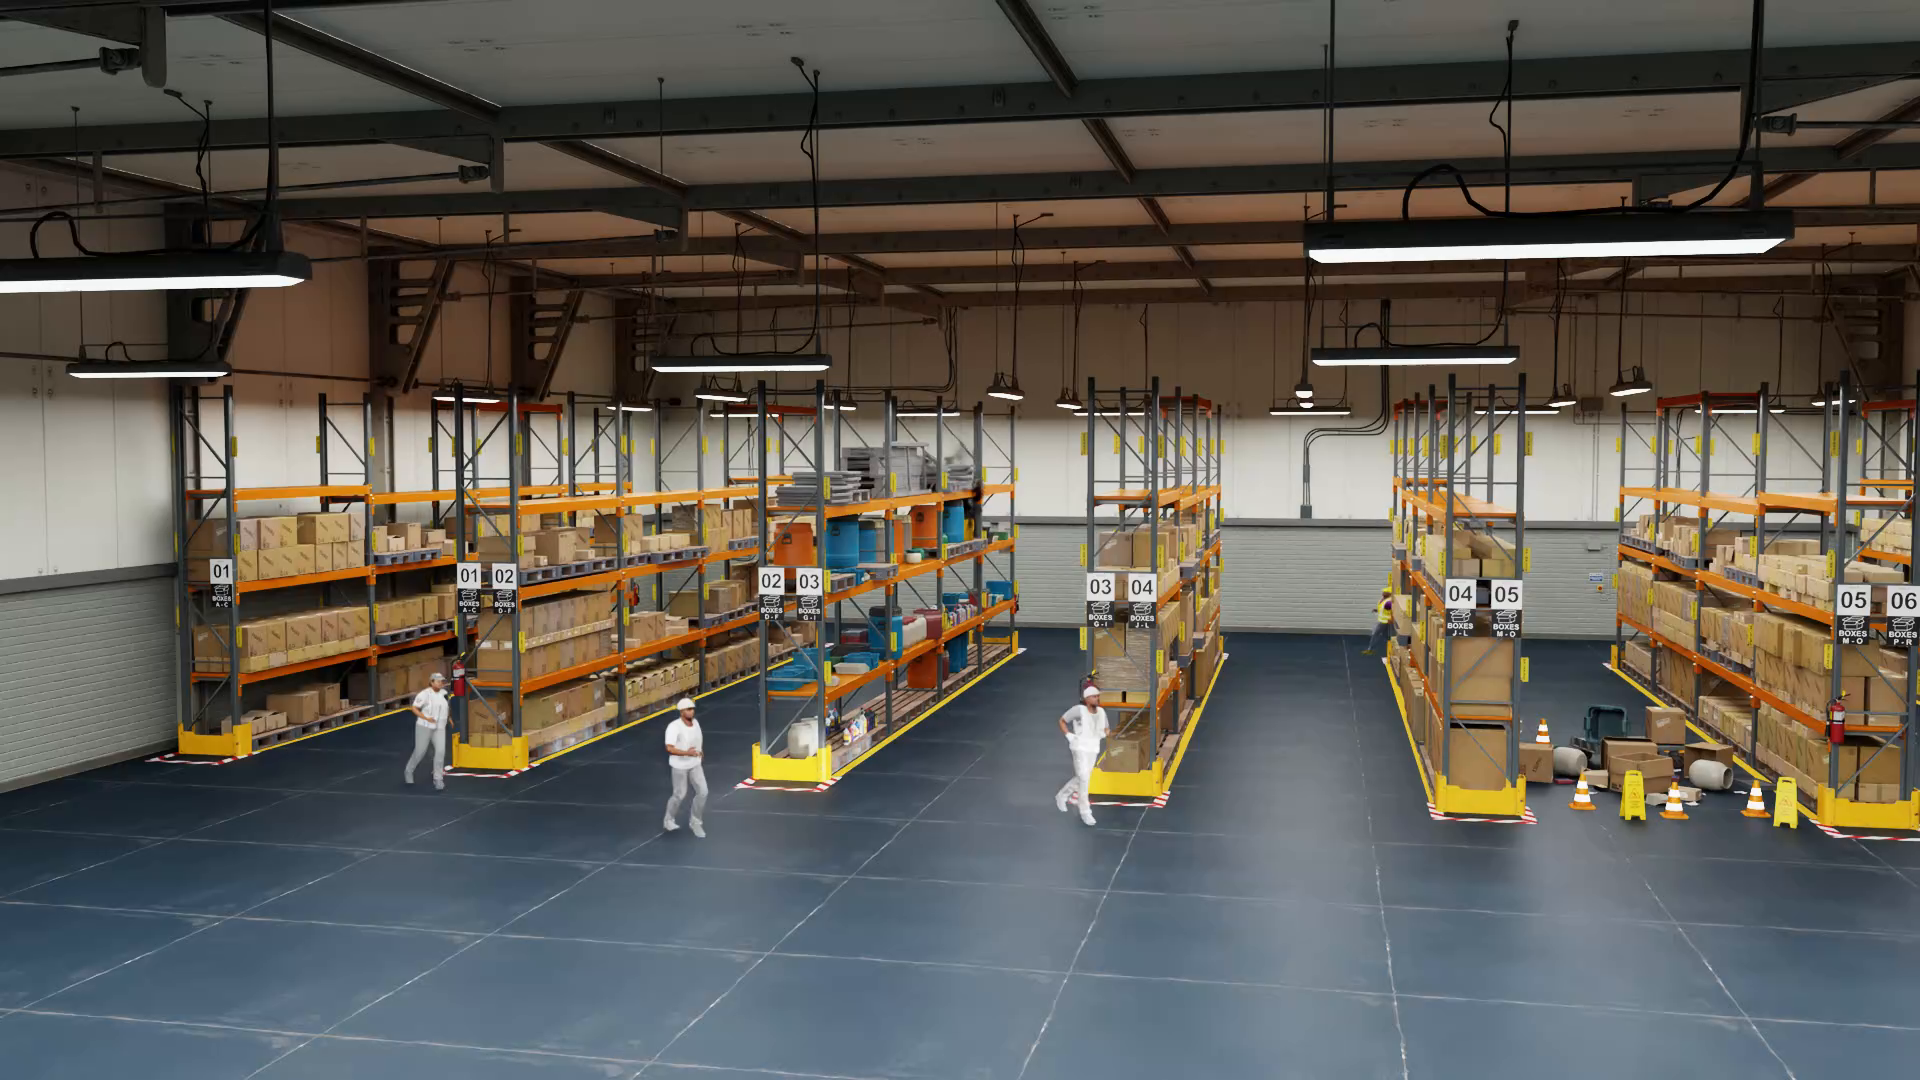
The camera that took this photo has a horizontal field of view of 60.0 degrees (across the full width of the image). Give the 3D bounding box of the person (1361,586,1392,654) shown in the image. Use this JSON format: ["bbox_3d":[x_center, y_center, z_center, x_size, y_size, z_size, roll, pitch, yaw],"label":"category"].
[{"bbox_3d":[10.105,1.918,39.895,0.962,1.693,0.839,1,3,21],"label":"person"}]

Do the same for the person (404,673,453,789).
[{"bbox_3d":[-7.782,2.792,24.599,0.863,1.668,0.670,3,4,43],"label":"person"}]

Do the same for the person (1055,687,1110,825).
[{"bbox_3d":[1.713,2.867,22.506,0.707,1.786,0.930,-2,4,-35],"label":"person"}]

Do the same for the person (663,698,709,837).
[{"bbox_3d":[-3.503,2.943,21.372,0.744,1.840,0.726,3,4,39],"label":"person"}]
